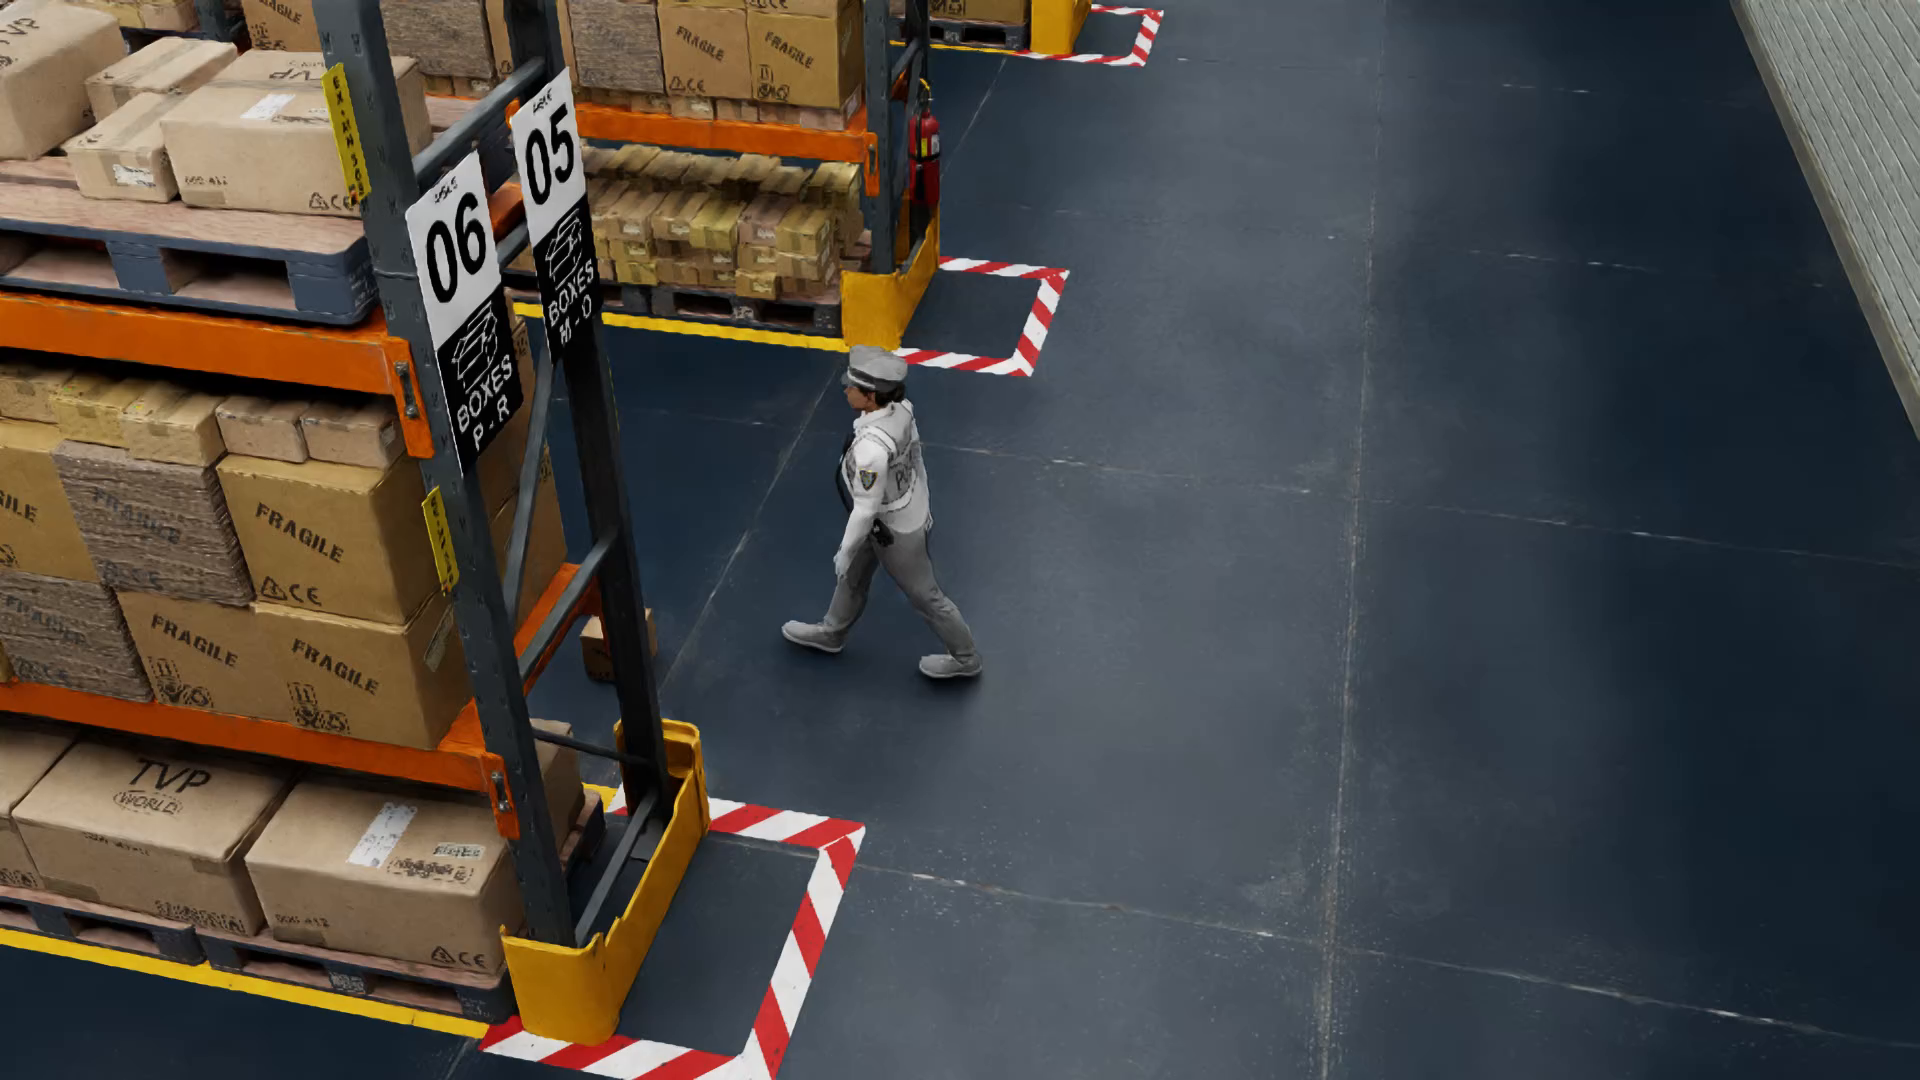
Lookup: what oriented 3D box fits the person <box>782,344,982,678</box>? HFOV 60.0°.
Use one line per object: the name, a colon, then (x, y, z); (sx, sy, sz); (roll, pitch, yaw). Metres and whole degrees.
person: (-0.365, -0.076, 7.055); (0.934, 1.625, 0.505); (3, 37, 4)
